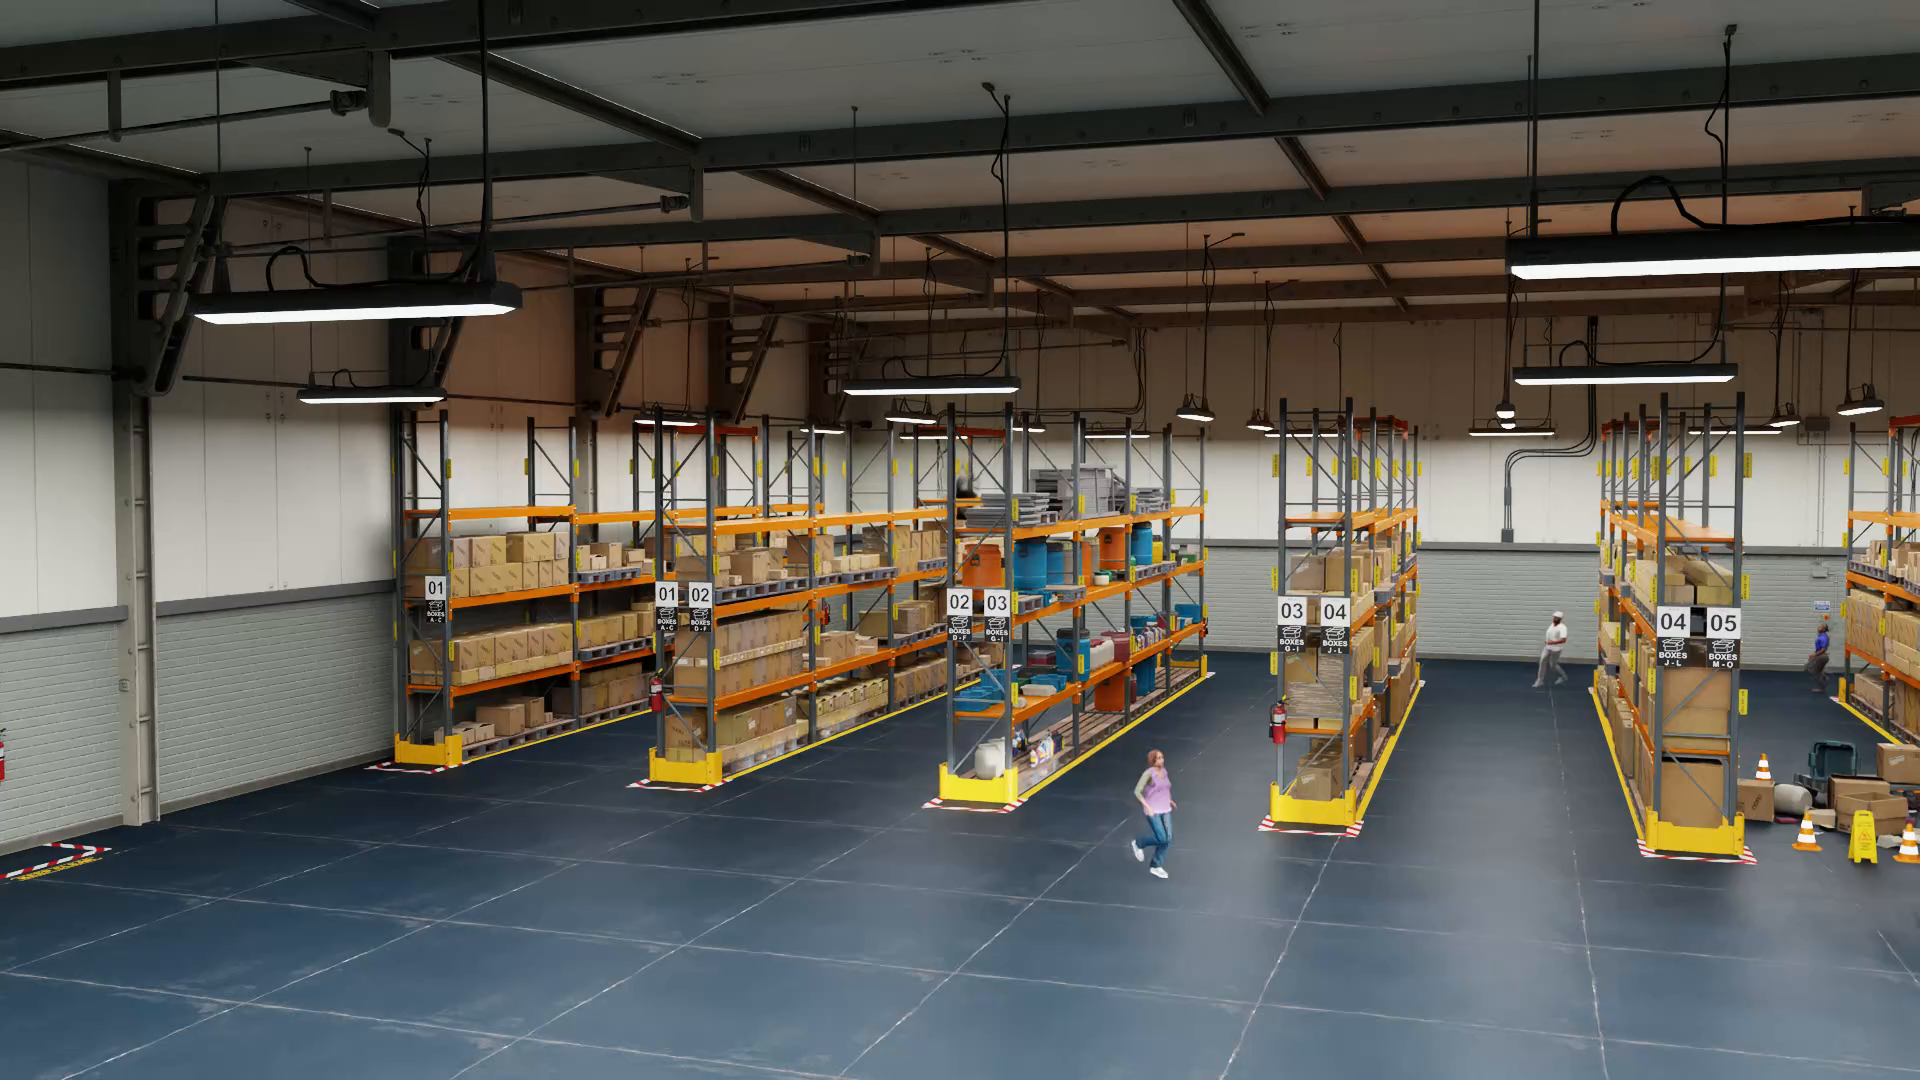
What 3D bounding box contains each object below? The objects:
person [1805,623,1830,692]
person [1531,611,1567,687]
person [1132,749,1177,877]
[{"bbox_3d":[19.116,2.623,37.039,0.503,1.580,0.612,1,3,20],"label":"person"},{"bbox_3d":[13.519,2.493,37.896,0.905,1.749,0.736,-1,3,-17],"label":"person"},{"bbox_3d":[2.396,3.355,20.519,0.544,1.559,0.544,-2,3,-40],"label":"person"}]
